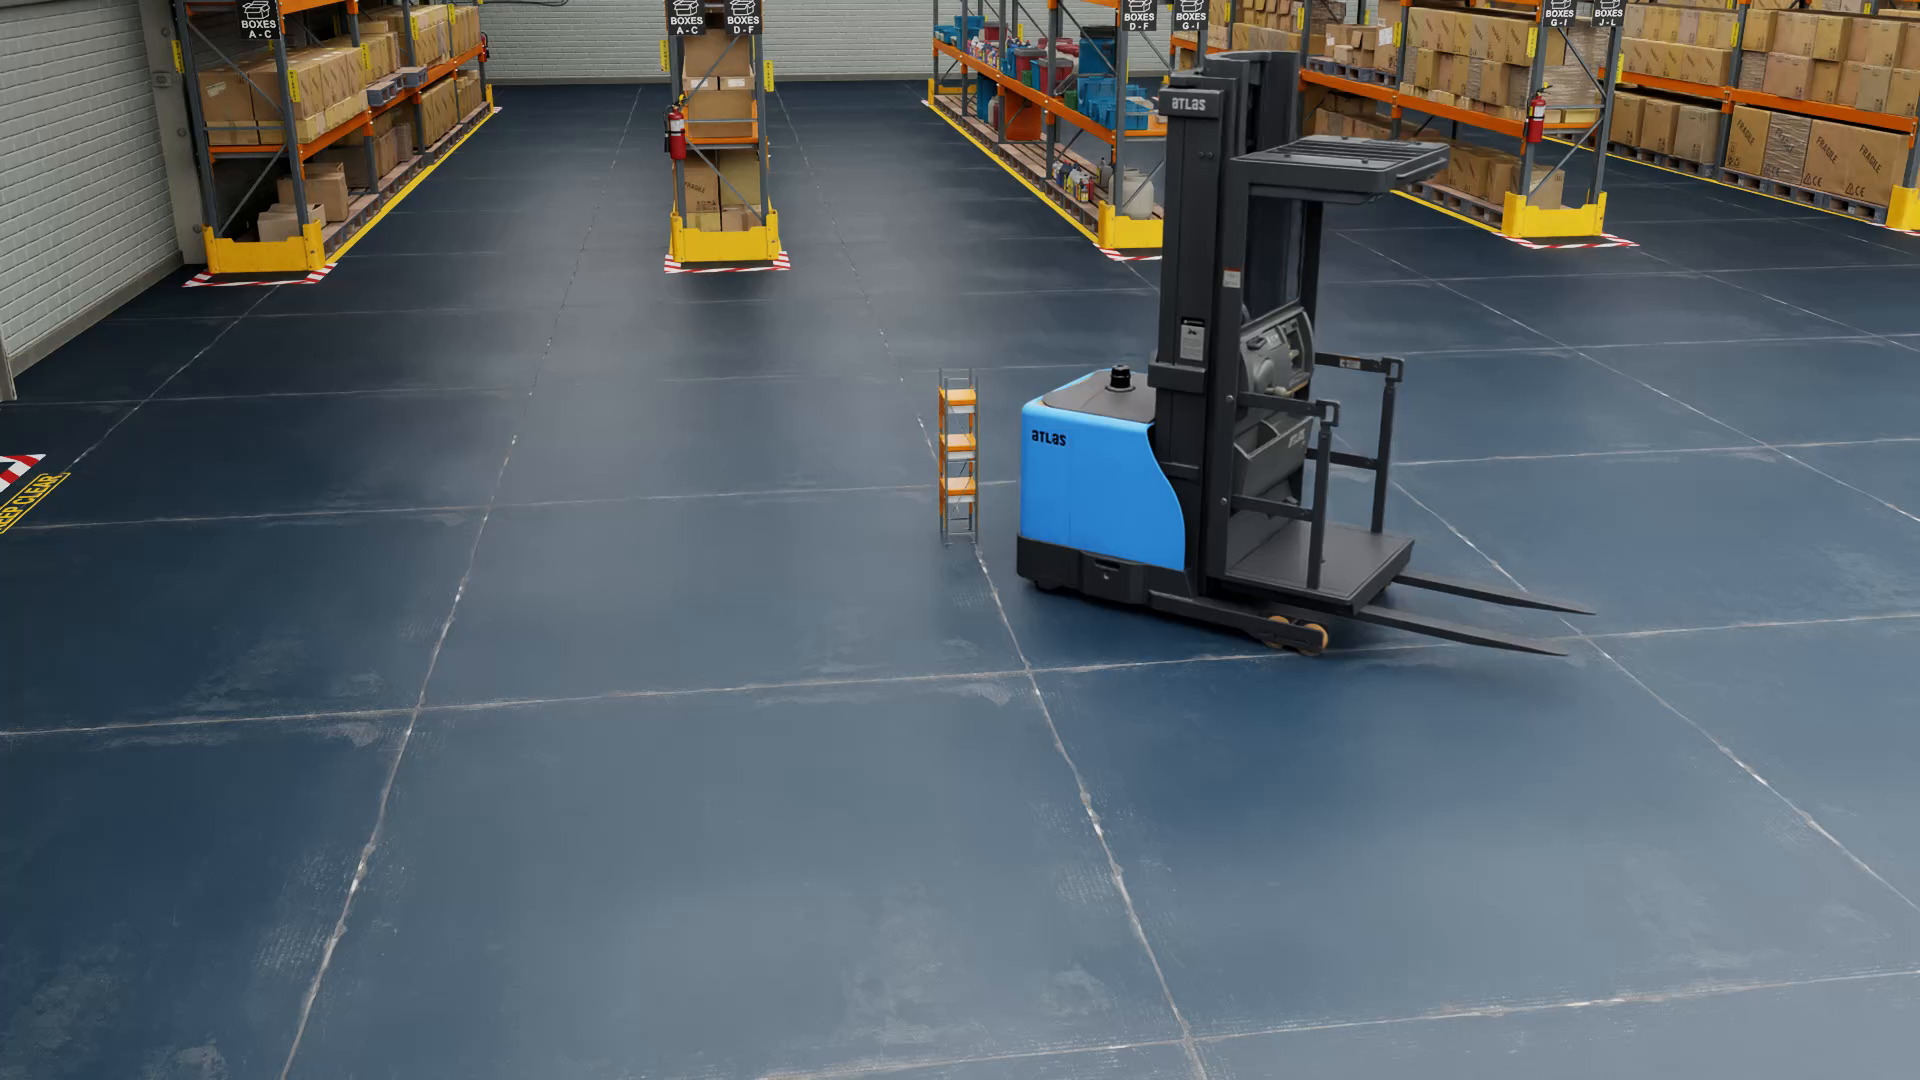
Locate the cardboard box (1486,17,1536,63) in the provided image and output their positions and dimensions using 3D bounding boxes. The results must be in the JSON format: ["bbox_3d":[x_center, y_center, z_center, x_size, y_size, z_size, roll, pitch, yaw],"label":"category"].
[{"bbox_3d":[6.767,-6.091,20.239,0.500,0.500,0.500,-3,21,-8],"label":"cardboard box"}]

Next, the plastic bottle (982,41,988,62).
[{"bbox_3d":[0.442,-8.264,28.125,0.144,0.351,0.185,-3,21,-8],"label":"plastic bottle"}]

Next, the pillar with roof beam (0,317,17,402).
[{"bbox_3d":[-3.368,-5.485,12.040,9.100,9.000,0.400,-3,21,-8],"label":"pillar with roof beam"}]

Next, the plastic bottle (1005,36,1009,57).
[{"bbox_3d":[0.851,-8.658,29.181,0.144,0.351,0.185,-3,21,-8],"label":"plastic bottle"}]

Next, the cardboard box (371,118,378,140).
[{"bbox_3d":[-8.381,-5.693,23.045,0.500,0.250,0.500,-4,21,-9],"label":"cardboard box"}]

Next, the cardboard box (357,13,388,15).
[{"bbox_3d":[-9.082,-7.976,25.616,0.500,0.250,0.500,-4,21,-10],"label":"cardboard box"}]

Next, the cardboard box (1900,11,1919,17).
[{"bbox_3d":[15.740,-8.390,27.225,0.500,0.500,0.500,-2,21,-5],"label":"cardboard box"}]

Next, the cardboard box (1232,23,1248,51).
[{"bbox_3d":[5.258,-9.115,30.191,0.500,0.500,0.500,-3,21,-8],"label":"cardboard box"}]

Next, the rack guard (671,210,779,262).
[{"bbox_3d":[-2.631,-3.408,18.625,1.175,0.500,0.348,-3,21,-8],"label":"rack guard"}]

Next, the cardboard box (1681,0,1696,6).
[{"bbox_3d":[14.757,-10.756,33.157,0.500,0.500,0.500,-3,21,-7],"label":"cardboard box"}]

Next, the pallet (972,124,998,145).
[{"bbox_3d":[0.787,-6.991,28.633,1.003,0.211,1.213,-3,21,-8],"label":"pallet"}]

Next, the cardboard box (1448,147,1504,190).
[{"bbox_3d":[6.868,-4.947,22.145,0.500,0.500,0.500,-5,21,-13],"label":"cardboard box"}]

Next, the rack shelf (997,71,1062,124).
[{"bbox_3d":[1.403,-6.576,24.564,1.077,0.370,4.000,-3,21,-8],"label":"rack shelf"}]

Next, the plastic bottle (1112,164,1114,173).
[{"bbox_3d":[2.097,-4.911,22.234,0.144,0.351,0.185,-4,21,-10],"label":"plastic bottle"}]

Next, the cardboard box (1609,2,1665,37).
[{"bbox_3d":[10.993,-8.430,26.927,0.700,0.500,0.500,-3,21,-8],"label":"cardboard box"}]

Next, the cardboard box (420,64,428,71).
[{"bbox_3d":[-8.490,-7.307,25.823,0.380,0.149,0.250,-2,21,-6],"label":"cardboard box"}]

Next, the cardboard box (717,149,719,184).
[{"bbox_3d":[-2.792,-4.736,20.866,0.500,0.500,0.500,-3,21,-8],"label":"cardboard box"}]

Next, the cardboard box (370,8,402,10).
[{"bbox_3d":[-9.298,-8.511,27.048,0.500,0.250,0.500,-4,21,-10],"label":"cardboard box"}]

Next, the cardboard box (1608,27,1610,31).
[{"bbox_3d":[11.063,-8.599,27.862,0.380,0.149,0.250,-3,21,-8],"label":"cardboard box"}]

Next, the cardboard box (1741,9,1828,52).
[{"bbox_3d":[11.534,-7.132,23.267,0.875,0.550,0.550,-3,21,-8],"label":"cardboard box"}]

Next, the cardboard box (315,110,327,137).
[{"bbox_3d":[-7.381,-4.639,18.535,0.500,0.250,0.500,-4,21,-9],"label":"cardboard box"}]

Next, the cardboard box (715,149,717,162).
[{"bbox_3d":[-3.553,-5.269,22.565,0.500,0.311,0.500,-3,21,-8],"label":"cardboard box"}]

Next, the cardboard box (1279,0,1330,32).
[{"bbox_3d":[5.835,-8.852,28.052,0.797,0.503,0.637,-2,21,-6],"label":"cardboard box"}]

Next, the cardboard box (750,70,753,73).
[{"bbox_3d":[-2.553,-5.262,18.948,0.380,0.149,0.250,-3,21,-8],"label":"cardboard box"}]

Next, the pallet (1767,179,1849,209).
[{"bbox_3d":[11.726,-4.689,22.468,1.003,0.211,1.213,-3,21,-8],"label":"pallet"}]

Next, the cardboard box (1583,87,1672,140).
[{"bbox_3d":[10.937,-6.998,27.280,1.050,0.750,0.750,-3,21,-8],"label":"cardboard box"}]

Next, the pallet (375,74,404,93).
[{"bbox_3d":[-8.363,-6.333,23.158,1.003,0.211,1.213,-3,21,-8],"label":"pallet"}]

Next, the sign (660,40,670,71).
[{"bbox_3d":[-3.173,-5.218,17.906,0.100,0.325,0.005,-3,21,-8],"label":"sign"}]

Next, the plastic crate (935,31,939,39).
[{"bbox_3d":[-0.365,-10.062,33.162,0.250,0.136,0.298,-3,21,-8],"label":"plastic crate"}]

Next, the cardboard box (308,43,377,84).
[{"bbox_3d":[-8.226,-6.345,22.147,0.700,0.500,0.500,-1,20,-2],"label":"cardboard box"}]

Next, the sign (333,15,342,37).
[{"bbox_3d":[-9.238,-7.619,24.673,0.100,0.325,0.005,-3,21,-8],"label":"sign"}]

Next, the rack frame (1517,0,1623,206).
[{"bbox_3d":[7.169,-5.085,19.545,1.000,3.000,0.127,-3,21,-8],"label":"rack frame"}]

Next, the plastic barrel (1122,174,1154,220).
[{"bbox_3d":[2.097,-4.091,19.837,0.421,0.512,0.421,0,20,0],"label":"plastic barrel"}]

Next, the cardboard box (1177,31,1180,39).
[{"bbox_3d":[4.625,-10.279,33.809,0.380,0.149,0.250,-3,21,-9],"label":"cardboard box"}]

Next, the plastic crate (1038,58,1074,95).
[{"bbox_3d":[1.318,-6.403,22.980,0.402,0.464,0.583,-3,21,-8],"label":"plastic crate"}]

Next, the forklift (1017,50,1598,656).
[{"bbox_3d":[1.846,-0.984,8.661,3.031,2.935,1.130,12,24,30],"label":"forklift"}]

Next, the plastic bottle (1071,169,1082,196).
[{"bbox_3d":[1.512,-4.608,21.424,0.144,0.351,0.185,-2,21,-6],"label":"plastic bottle"}]

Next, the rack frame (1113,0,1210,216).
[{"bbox_3d":[2.268,-4.835,18.876,1.000,3.000,0.127,-3,21,-8],"label":"rack frame"}]

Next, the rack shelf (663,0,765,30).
[{"bbox_3d":[-2.923,-6.348,19.665,1.077,0.370,4.000,-3,21,-8],"label":"rack shelf"}]

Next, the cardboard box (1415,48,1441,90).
[{"bbox_3d":[6.633,-6.323,22.289,0.875,0.500,0.500,-3,21,-8],"label":"cardboard box"}]

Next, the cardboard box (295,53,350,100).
[{"bbox_3d":[-7.599,-5.516,19.811,0.500,0.500,0.500,-4,21,-9],"label":"cardboard box"}]

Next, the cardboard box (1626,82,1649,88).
[{"bbox_3d":[14.863,-9.898,35.491,0.875,0.438,0.875,-4,21,-10],"label":"cardboard box"}]

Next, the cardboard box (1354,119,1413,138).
[{"bbox_3d":[6.394,-6.079,25.148,0.700,0.500,0.500,-5,21,-12],"label":"cardboard box"}]

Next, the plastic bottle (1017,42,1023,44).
[{"bbox_3d":[1.040,-8.511,28.894,0.152,0.276,0.135,-3,21,-8],"label":"plastic bottle"}]

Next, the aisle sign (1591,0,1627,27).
[{"bbox_3d":[7.475,-6.297,19.073,0.394,0.787,0.004,-3,21,-8],"label":"aisle sign"}]

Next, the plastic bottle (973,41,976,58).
[{"bbox_3d":[0.270,-8.582,29.091,0.097,0.271,0.097,0,20,0],"label":"plastic bottle"}]

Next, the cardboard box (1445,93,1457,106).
[{"bbox_3d":[6.555,-5.744,21.668,0.380,0.149,0.250,-3,21,-8],"label":"cardboard box"}]

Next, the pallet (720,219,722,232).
[{"bbox_3d":[-2.786,-3.543,19.401,1.003,0.211,1.213,-3,21,-8],"label":"pallet"}]

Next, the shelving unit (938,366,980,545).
[{"bbox_3d":[-0.008,-0.510,10.082,0.215,1.050,0.252,-3,21,-8],"label":"shelving unit"}]

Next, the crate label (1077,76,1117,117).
[{"bbox_3d":[1.735,-5.476,20.539,0.502,0.435,0.616,-3,21,-8],"label":"crate label"}]

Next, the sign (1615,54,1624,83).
[{"bbox_3d":[7.706,-5.518,19.466,0.100,0.325,0.005,-3,21,-8],"label":"sign"}]
